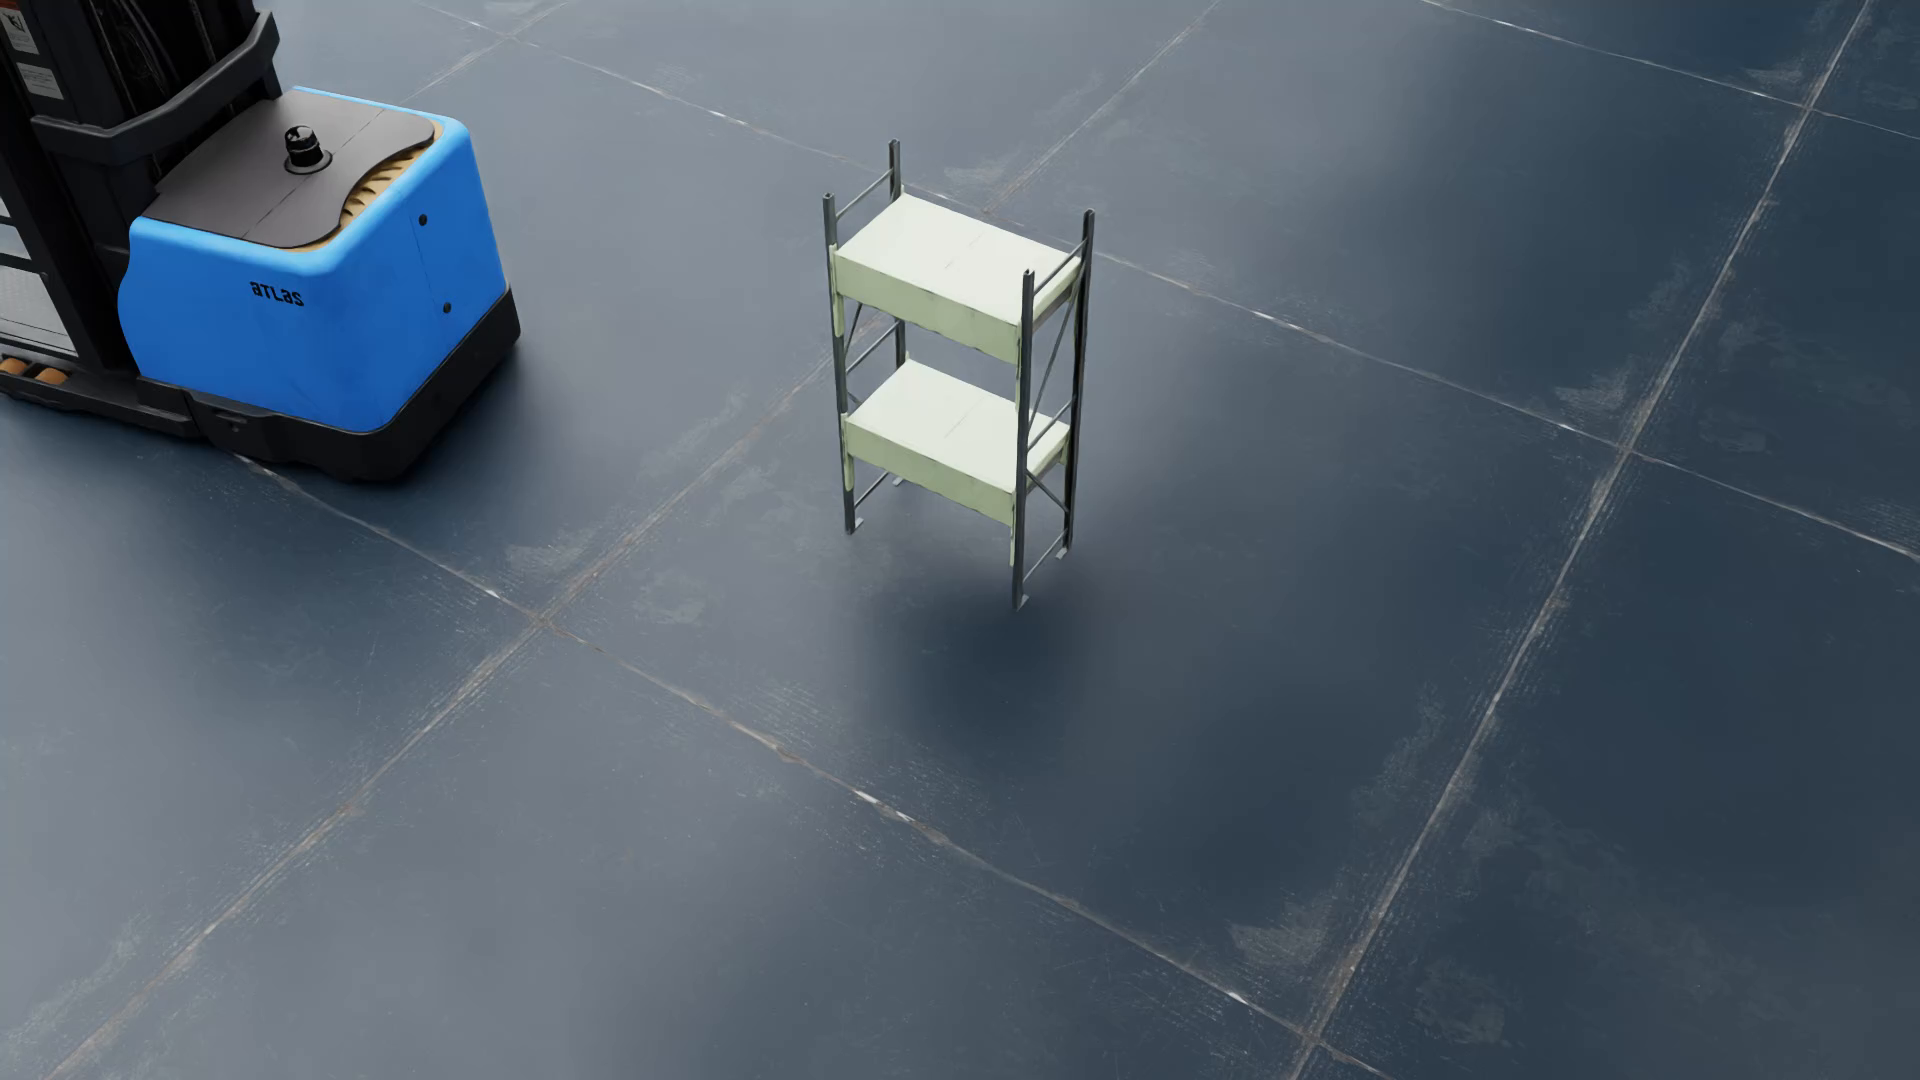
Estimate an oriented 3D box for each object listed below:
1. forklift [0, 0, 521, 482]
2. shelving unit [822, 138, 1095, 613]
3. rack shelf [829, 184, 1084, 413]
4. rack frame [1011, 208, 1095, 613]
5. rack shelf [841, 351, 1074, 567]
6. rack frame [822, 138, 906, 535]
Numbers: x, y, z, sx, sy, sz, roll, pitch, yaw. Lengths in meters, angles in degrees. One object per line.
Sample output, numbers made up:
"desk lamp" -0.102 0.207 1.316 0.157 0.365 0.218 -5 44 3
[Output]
"forklift" -3.421 -1.894 6.047 3.031 2.935 1.130 14 48 14
"shelving unit" -0.006 -0.525 5.715 0.755 1.500 0.431 25 51 22
"rack shelf" -0.006 -0.797 5.435 0.720 0.370 0.431 25 51 22
"rack frame" 0.302 -0.384 5.577 0.023 1.500 0.400 25 51 22
"rack shelf" -0.006 -0.298 5.948 0.720 0.370 0.431 25 51 22
"rack frame" -0.314 -0.667 5.852 0.023 1.500 0.400 25 51 22
